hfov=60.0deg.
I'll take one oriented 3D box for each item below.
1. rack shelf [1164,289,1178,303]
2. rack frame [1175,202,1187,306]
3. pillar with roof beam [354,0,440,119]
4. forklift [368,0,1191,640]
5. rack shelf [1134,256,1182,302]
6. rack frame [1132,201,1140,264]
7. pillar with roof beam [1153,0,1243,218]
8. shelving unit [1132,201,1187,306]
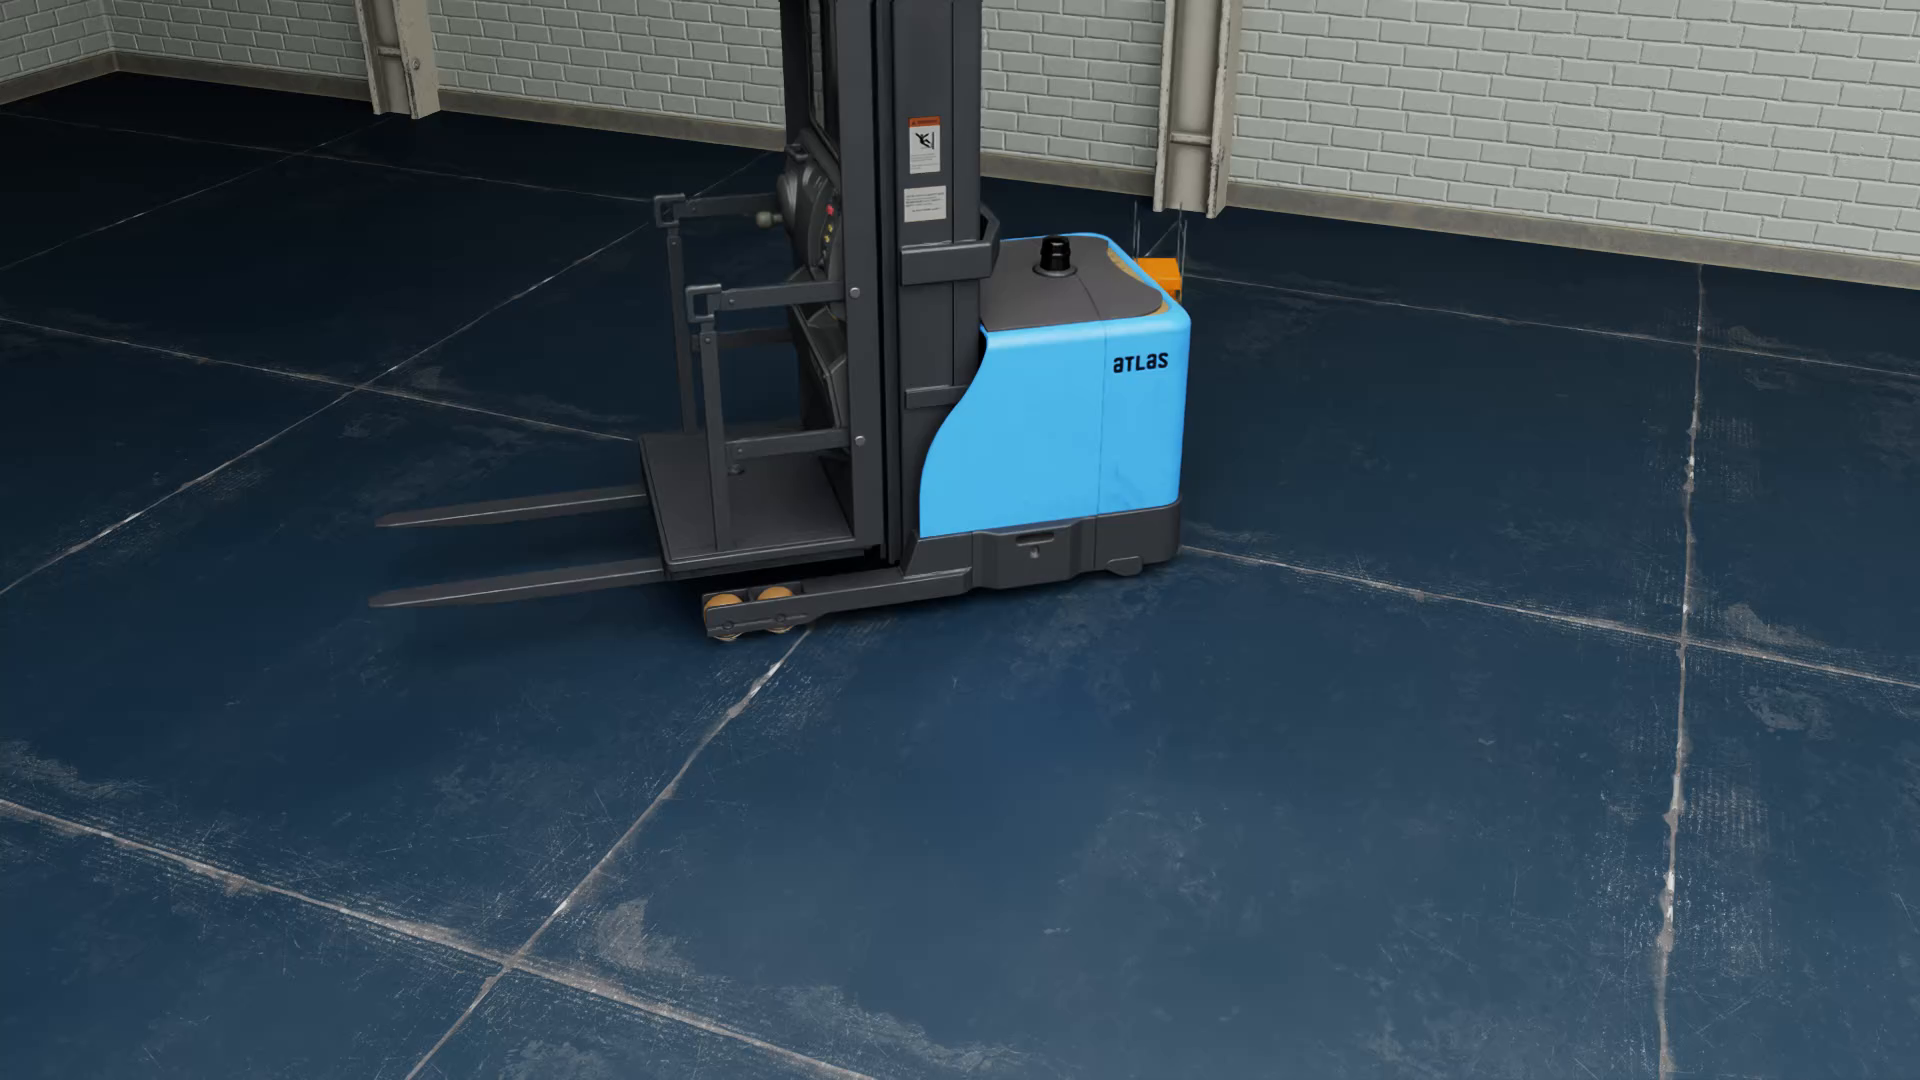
[{"bbox_3d":[0.800,-0.960,6.831,0.180,0.103,0.258,1,29,2],"label":"rack shelf"},{"bbox_3d":[0.892,-0.788,6.925,0.006,1.200,0.240,1,29,2],"label":"rack frame"},{"bbox_3d":[-5.735,-5.154,6.724,0.400,9.000,9.100,11,31,19],"label":"pillar with roof beam"},{"bbox_3d":[-0.717,-1.197,5.890,3.031,2.935,1.130,-8,30,-13],"label":"forklift"},{"bbox_3d":[0.800,-1.064,6.772,0.180,0.103,0.258,1,29,2],"label":"rack shelf"},{"bbox_3d":[0.709,-0.791,6.929,0.006,1.200,0.240,1,29,2],"label":"rack frame"},{"bbox_3d":[-0.175,-4.044,4.760,0.400,9.000,9.100,11,31,19],"label":"pillar with roof beam"},{"bbox_3d":[0.800,-0.789,6.927,0.189,1.200,0.258,1,29,2],"label":"shelving unit"}]
